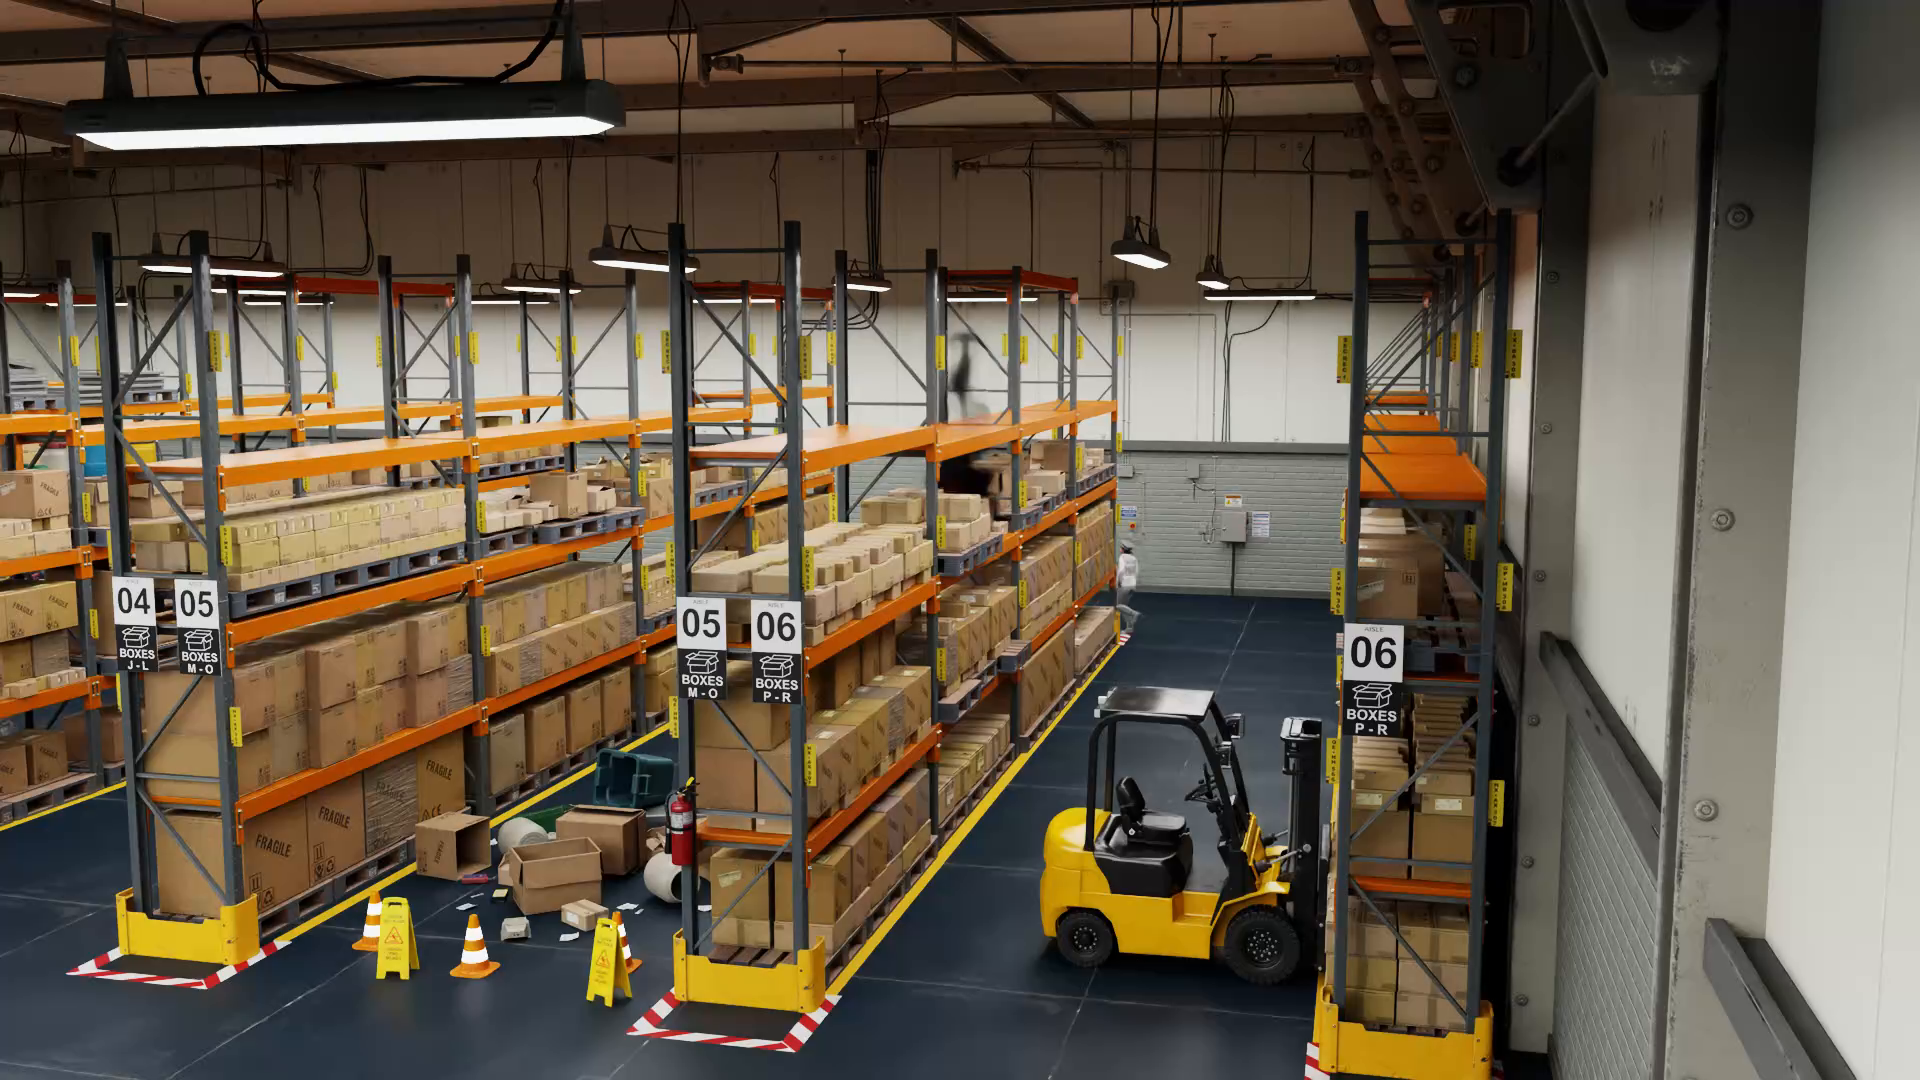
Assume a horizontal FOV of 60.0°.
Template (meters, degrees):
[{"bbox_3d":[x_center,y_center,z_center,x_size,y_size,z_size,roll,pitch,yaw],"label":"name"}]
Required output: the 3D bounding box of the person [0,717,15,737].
[{"bbox_3d":[-12.068,1.741,20.673,0.672,1.811,0.930,1,7,4],"label":"person"}]

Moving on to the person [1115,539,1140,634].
[{"bbox_3d":[2.902,0.822,29.025,0.618,1.666,0.645,7,10,43],"label":"person"}]
